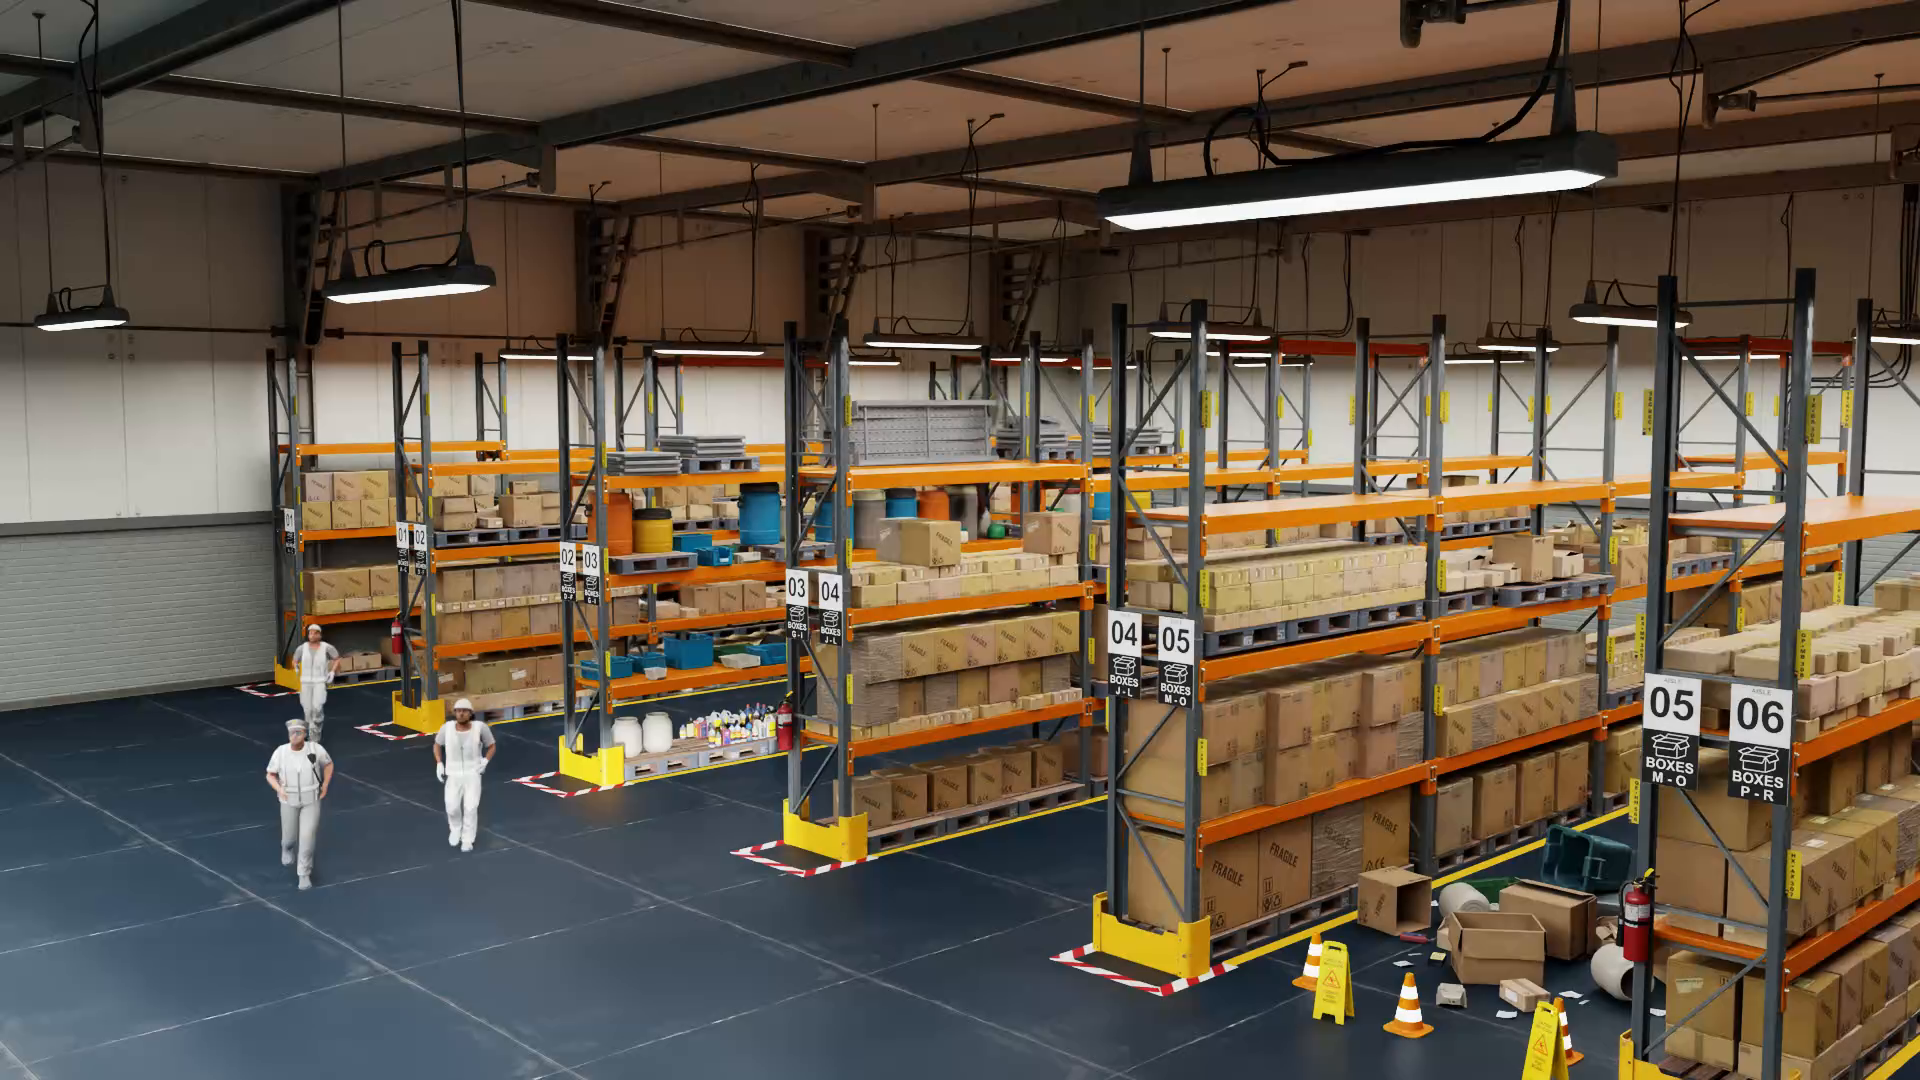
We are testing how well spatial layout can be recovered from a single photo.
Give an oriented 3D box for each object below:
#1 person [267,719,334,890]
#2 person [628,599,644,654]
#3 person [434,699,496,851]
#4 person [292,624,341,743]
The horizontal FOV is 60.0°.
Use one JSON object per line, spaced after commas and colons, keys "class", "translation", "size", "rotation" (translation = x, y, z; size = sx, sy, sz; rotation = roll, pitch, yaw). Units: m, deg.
{"class": "person", "translation": [-7.028, 2.769, 17.744], "size": [0.670, 1.779, 0.844], "rotation": [-2, 5, -20]}
{"class": "person", "translation": [-6.161, 1.677, 30.888], "size": [0.586, 1.695, 0.661], "rotation": [4, 6, 35]}
{"class": "person", "translation": [-5.601, 2.664, 18.812], "size": [0.690, 1.744, 0.555], "rotation": [-1, 5, -13]}
{"class": "person", "translation": [-9.588, 2.141, 24.665], "size": [0.666, 1.774, 0.586], "rotation": [0, 5, -5]}
